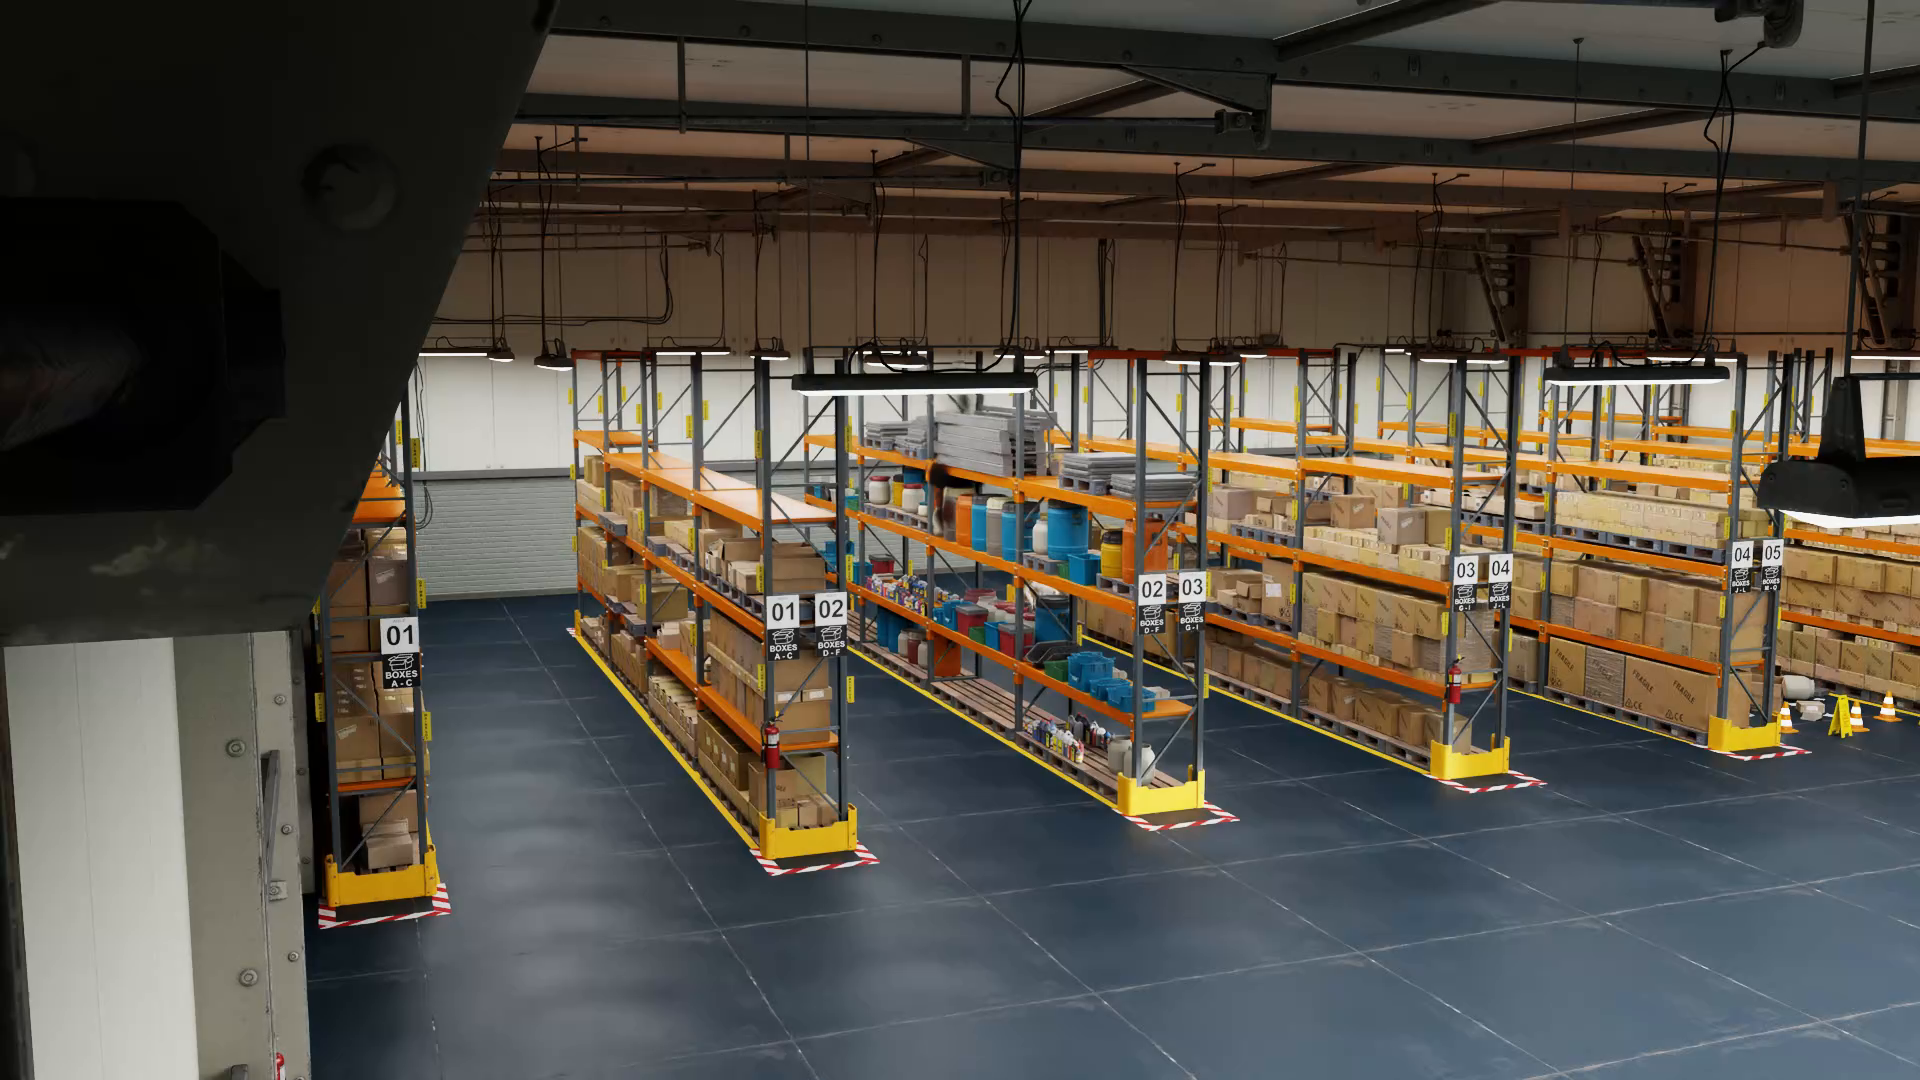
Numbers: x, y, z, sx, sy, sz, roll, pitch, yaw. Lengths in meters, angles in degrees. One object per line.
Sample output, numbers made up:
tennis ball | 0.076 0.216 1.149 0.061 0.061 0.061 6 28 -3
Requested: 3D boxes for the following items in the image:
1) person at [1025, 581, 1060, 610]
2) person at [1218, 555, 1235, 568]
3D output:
person | 1.598 1.324 31.327 0.607 1.723 0.886 -3 8 -26
person | 6.783 0.328 41.967 0.555 1.615 0.581 -3 8 -20
